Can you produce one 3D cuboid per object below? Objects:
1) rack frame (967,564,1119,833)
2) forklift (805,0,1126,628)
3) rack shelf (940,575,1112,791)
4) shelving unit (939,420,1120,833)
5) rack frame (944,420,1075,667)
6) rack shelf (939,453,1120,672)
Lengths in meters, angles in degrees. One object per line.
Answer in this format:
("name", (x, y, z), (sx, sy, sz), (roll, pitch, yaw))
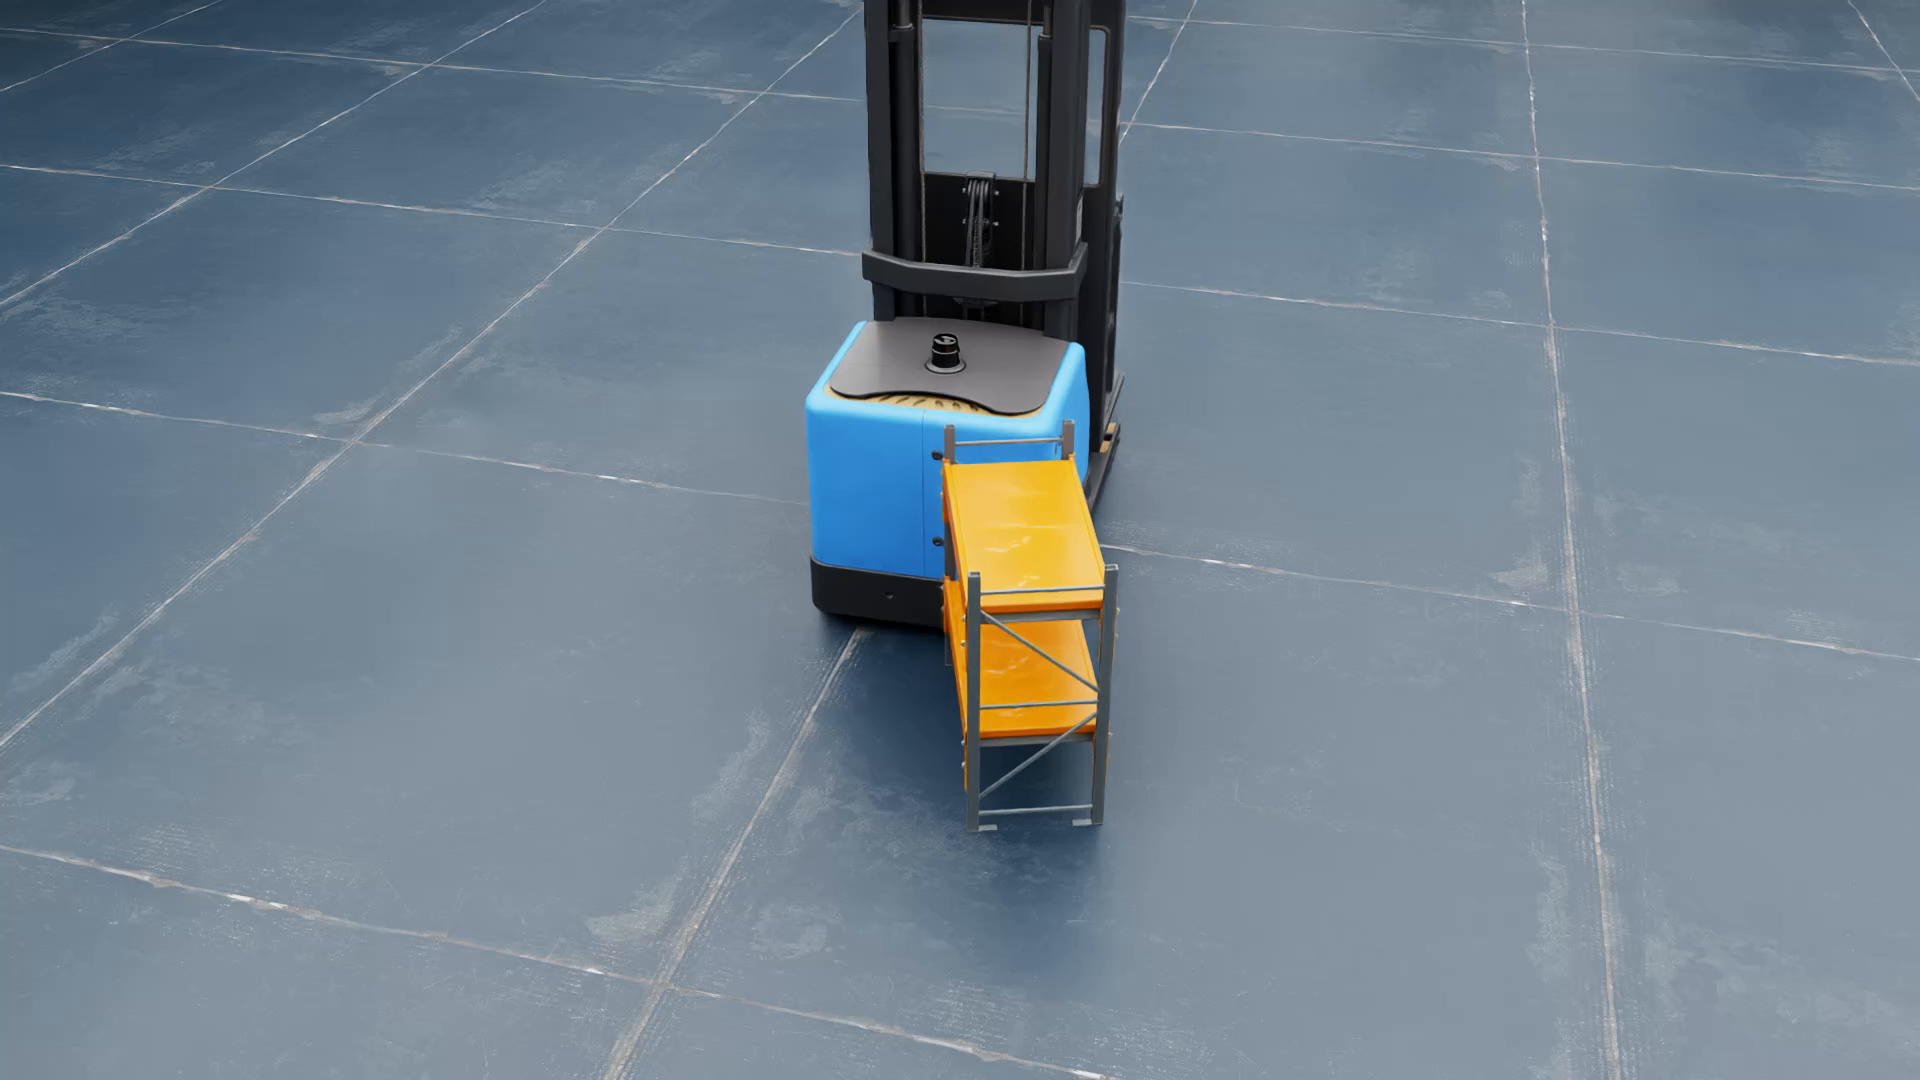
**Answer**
("rack frame", (0.274, 0.576, 5.796), (0.500, 1.125, 0.032), (-3, 33, -4))
("forklift", (0.198, -1.603, 7.540), (1.130, 2.935, 3.031), (7, 33, 11))
("rack shelf", (0.231, 0.510, 6.355), (0.538, 0.278, 1.000), (-3, 33, -4))
("shelving unit", (0.231, 0.304, 6.223), (0.538, 1.125, 1.048), (-3, 33, -4))
("rack frame", (0.188, 0.032, 6.651), (0.500, 1.125, 0.032), (-3, 33, -4))
("rack shelf", (0.231, 0.057, 6.066), (0.538, 0.278, 1.000), (-3, 33, -4))
